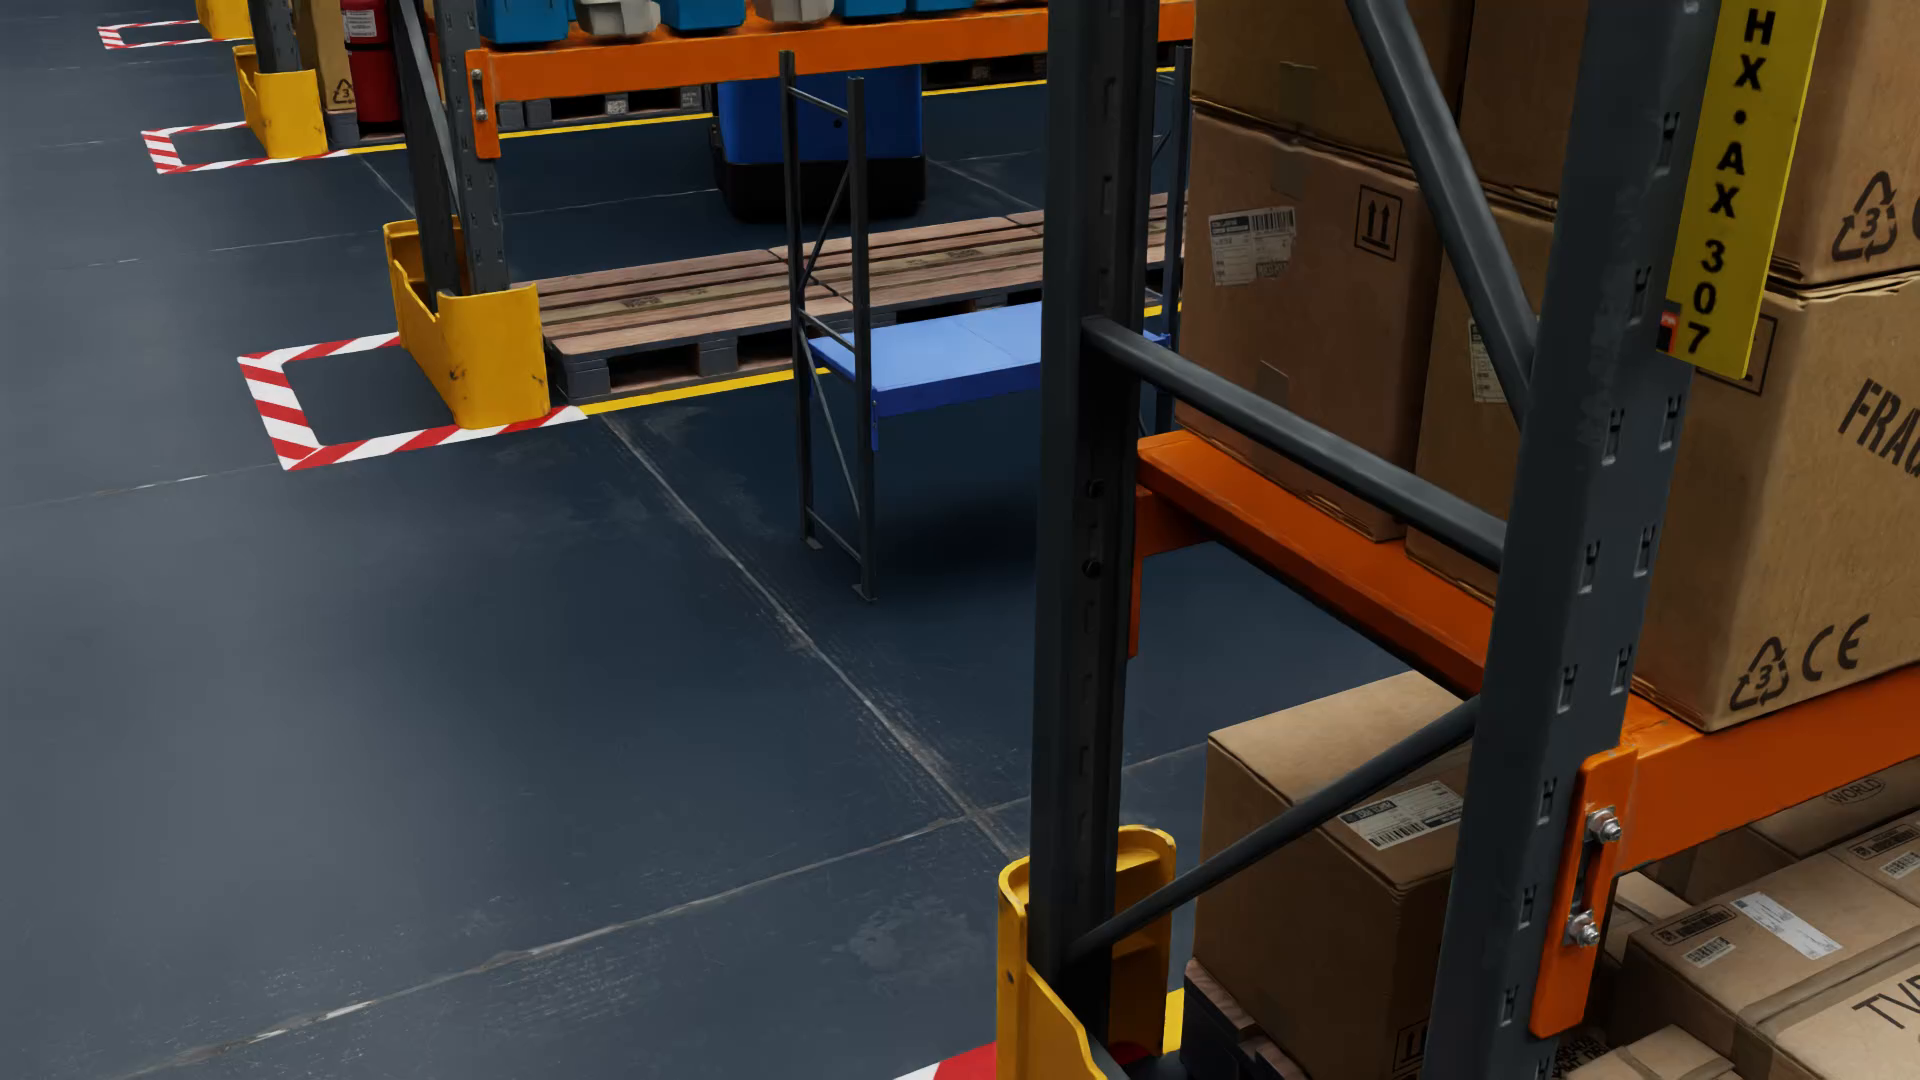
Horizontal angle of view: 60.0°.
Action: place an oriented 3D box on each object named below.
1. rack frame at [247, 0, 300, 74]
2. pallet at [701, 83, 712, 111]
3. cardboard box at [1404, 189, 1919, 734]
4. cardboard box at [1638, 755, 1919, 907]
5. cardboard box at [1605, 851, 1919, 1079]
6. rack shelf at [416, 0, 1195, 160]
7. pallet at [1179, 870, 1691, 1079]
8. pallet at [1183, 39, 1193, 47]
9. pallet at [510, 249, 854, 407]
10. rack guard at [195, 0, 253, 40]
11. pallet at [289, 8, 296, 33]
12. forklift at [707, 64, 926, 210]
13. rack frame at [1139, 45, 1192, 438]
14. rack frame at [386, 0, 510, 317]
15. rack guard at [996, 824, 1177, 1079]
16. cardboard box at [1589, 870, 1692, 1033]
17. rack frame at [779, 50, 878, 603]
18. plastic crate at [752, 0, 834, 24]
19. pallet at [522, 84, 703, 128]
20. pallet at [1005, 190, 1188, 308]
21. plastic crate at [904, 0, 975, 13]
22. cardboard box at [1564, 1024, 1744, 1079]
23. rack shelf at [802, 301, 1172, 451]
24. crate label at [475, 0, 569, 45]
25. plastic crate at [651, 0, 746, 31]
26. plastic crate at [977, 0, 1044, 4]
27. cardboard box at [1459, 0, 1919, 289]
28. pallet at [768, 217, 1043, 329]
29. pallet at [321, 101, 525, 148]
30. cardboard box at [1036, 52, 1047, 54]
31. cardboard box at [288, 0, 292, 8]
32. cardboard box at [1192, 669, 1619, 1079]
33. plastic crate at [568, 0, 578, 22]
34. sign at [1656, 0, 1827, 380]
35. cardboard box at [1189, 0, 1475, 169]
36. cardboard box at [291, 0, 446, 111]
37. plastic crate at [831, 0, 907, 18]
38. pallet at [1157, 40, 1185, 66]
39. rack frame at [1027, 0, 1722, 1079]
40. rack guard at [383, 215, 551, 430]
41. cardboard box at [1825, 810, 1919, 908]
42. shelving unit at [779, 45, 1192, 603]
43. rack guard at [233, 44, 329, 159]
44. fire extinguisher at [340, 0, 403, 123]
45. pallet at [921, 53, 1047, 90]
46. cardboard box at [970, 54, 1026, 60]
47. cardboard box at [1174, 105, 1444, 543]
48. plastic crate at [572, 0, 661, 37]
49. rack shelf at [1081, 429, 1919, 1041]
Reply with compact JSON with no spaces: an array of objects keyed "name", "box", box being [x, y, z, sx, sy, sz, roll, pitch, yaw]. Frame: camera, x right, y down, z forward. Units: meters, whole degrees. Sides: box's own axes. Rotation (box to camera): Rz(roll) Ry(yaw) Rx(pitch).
[{"name":"rack frame","box":[-4.255,-3.905,9.918,0.127,3.000,1.000,-13,29,-25]},{"name":"pallet","box":[-1.434,-3.338,11.958,1.213,0.211,1.003,-13,29,-25]},{"name":"cardboard box","box":[0.919,-0.156,1.994,0.500,0.500,0.500,-12,28,-24]},{"name":"cardboard box","box":[1.619,0.533,3.343,0.500,0.250,0.500,-13,29,-25]},{"name":"cardboard box","box":[1.457,0.816,2.754,0.500,0.250,0.500,-13,29,-25]},{"name":"rack shelf","box":[-0.160,-2.097,6.983,4.000,0.370,1.077,-13,29,-25]},{"name":"pallet","box":[1.173,0.958,3.012,1.213,0.211,1.003,-13,29,-25]},{"name":"pallet","box":[2.073,-4.146,13.641,1.213,0.211,1.003,-13,29,-25]},{"name":"pallet","box":[-1.179,-0.910,6.901,1.213,0.211,1.003,-13,29,-25]},{"name":"rack guard","box":[-6.433,-4.709,14.480,0.348,0.500,1.175,-13,29,-25]},{"name":"pallet","box":[-5.700,-4.731,14.859,1.213,0.211,1.003,-13,29,-25]},{"name":"forklift","box":[-0.947,-3.651,9.468,1.130,2.935,3.031,-4,26,-9]},{"name":"rack frame","box":[0.524,-0.797,5.177,0.032,1.500,0.500,-13,29,-25]},{"name":"rack frame","box":[-1.925,-2.014,5.979,0.127,3.000,1.000,-13,29,-25]},{"name":"rack guard","box":[0.470,0.990,2.610,0.348,0.500,1.175,-13,29,-25]},{"name":"cardboard box","box":[1.166,0.705,3.082,0.250,0.166,0.380,-13,29,-25]},{"name":"rack frame","box":[-0.373,-0.590,4.746,0.032,1.500,0.500,-13,29,-25]},{"name":"plastic crate","box":[-0.631,-2.018,6.224,0.298,0.136,0.250,-13,29,-25]},{"name":"pallet","box":[-2.511,-3.088,11.437,1.213,0.211,1.003,-13,29,-25]},{"name":"pallet","box":[0.974,-1.407,7.936,1.213,0.211,1.003,-13,29,-25]},{"name":"plastic crate","box":[-0.125,-2.219,6.531,0.300,0.233,0.416,-13,29,-25]},{"name":"cardboard box","box":[1.155,0.953,2.565,0.250,0.166,0.380,-13,29,-25]},{"name":"rack shelf","box":[0.075,-0.531,5.039,1.000,0.185,0.538,-13,29,-25]},{"name":"crate label","box":[-1.552,-1.890,5.845,0.303,0.233,0.416,-13,29,-25]},{"name":"plastic crate","box":[-0.971,-2.024,6.124,0.300,0.233,0.416,-13,29,-25]},{"name":"plastic crate","box":[0.210,-2.267,6.742,0.466,0.136,0.293,-13,29,-25]},{"name":"cardboard box","box":[0.919,-0.607,1.777,0.500,0.500,0.500,-12,28,-24]},{"name":"pallet","box":[-0.104,-1.157,7.415,1.213,0.211,1.003,-13,29,-25]},{"name":"pallet","box":[-3.587,-2.841,10.923,1.213,0.211,1.003,-13,29,-25]},{"name":"cardboard box","box":[0.618,-4.272,12.651,0.875,0.875,1.225,-14,29,-27]},{"name":"cardboard box","box":[-5.887,-4.709,14.400,0.250,0.149,0.380,-12,28,-24]},{"name":"cardboard box","box":[0.767,0.602,2.909,0.500,0.500,0.500,-13,29,-25]},{"name":"plastic crate","box":[-1.717,-2.196,6.249,0.499,0.435,0.616,-13,29,-25]},{"name":"sign","box":[0.658,-0.304,1.418,0.005,0.325,0.100,-13,29,-25]},{"name":"cardboard box","box":[0.666,-0.813,2.206,0.500,0.500,0.500,-13,29,-26]},{"name":"cardboard box","box":[-3.728,-3.298,10.622,0.875,0.875,0.875,-13,29,-25]},{"name":"plastic crate","box":[-0.390,-2.158,6.403,0.300,0.233,0.416,-13,29,-25]},{"name":"pallet","box":[0.997,-3.899,13.127,1.213,0.211,1.003,-13,29,-25]},{"name":"rack frame","box":[0.404,-0.120,2.034,0.053,2.616,0.949,-13,29,-25]},{"name":"rack guard","box":[-1.940,-0.877,6.499,0.348,0.500,1.175,-13,29,-25]},{"name":"cardboard box","box":[1.899,0.714,2.966,0.500,0.250,0.500,-13,29,-25]},{"name":"shelving unit","box":[0.075,-0.693,4.962,1.048,1.500,0.538,-13,29,-25]},{"name":"rack guard","box":[-4.277,-2.774,10.449,0.348,0.500,1.175,-13,29,-25]},{"name":"fire extinguisher","box":[-2.272,-1.954,6.374,0.183,0.674,0.296,-13,29,-25]},{"name":"pallet","box":[-0.080,-3.649,12.606,1.213,0.211,1.003,-13,29,-25]},{"name":"cardboard box","box":[-0.171,-4.089,12.272,0.875,0.875,1.225,-13,29,-25]},{"name":"cardboard box","box":[0.670,-0.362,2.422,0.500,0.500,0.500,-12,28,-24]},{"name":"plastic crate","box":[-1.230,-1.880,5.936,0.298,0.136,0.250,-13,29,-25]},{"name":"rack shelf","box":[2.168,-0.204,3.041,4.000,0.370,1.077,-13,29,-25]}]
